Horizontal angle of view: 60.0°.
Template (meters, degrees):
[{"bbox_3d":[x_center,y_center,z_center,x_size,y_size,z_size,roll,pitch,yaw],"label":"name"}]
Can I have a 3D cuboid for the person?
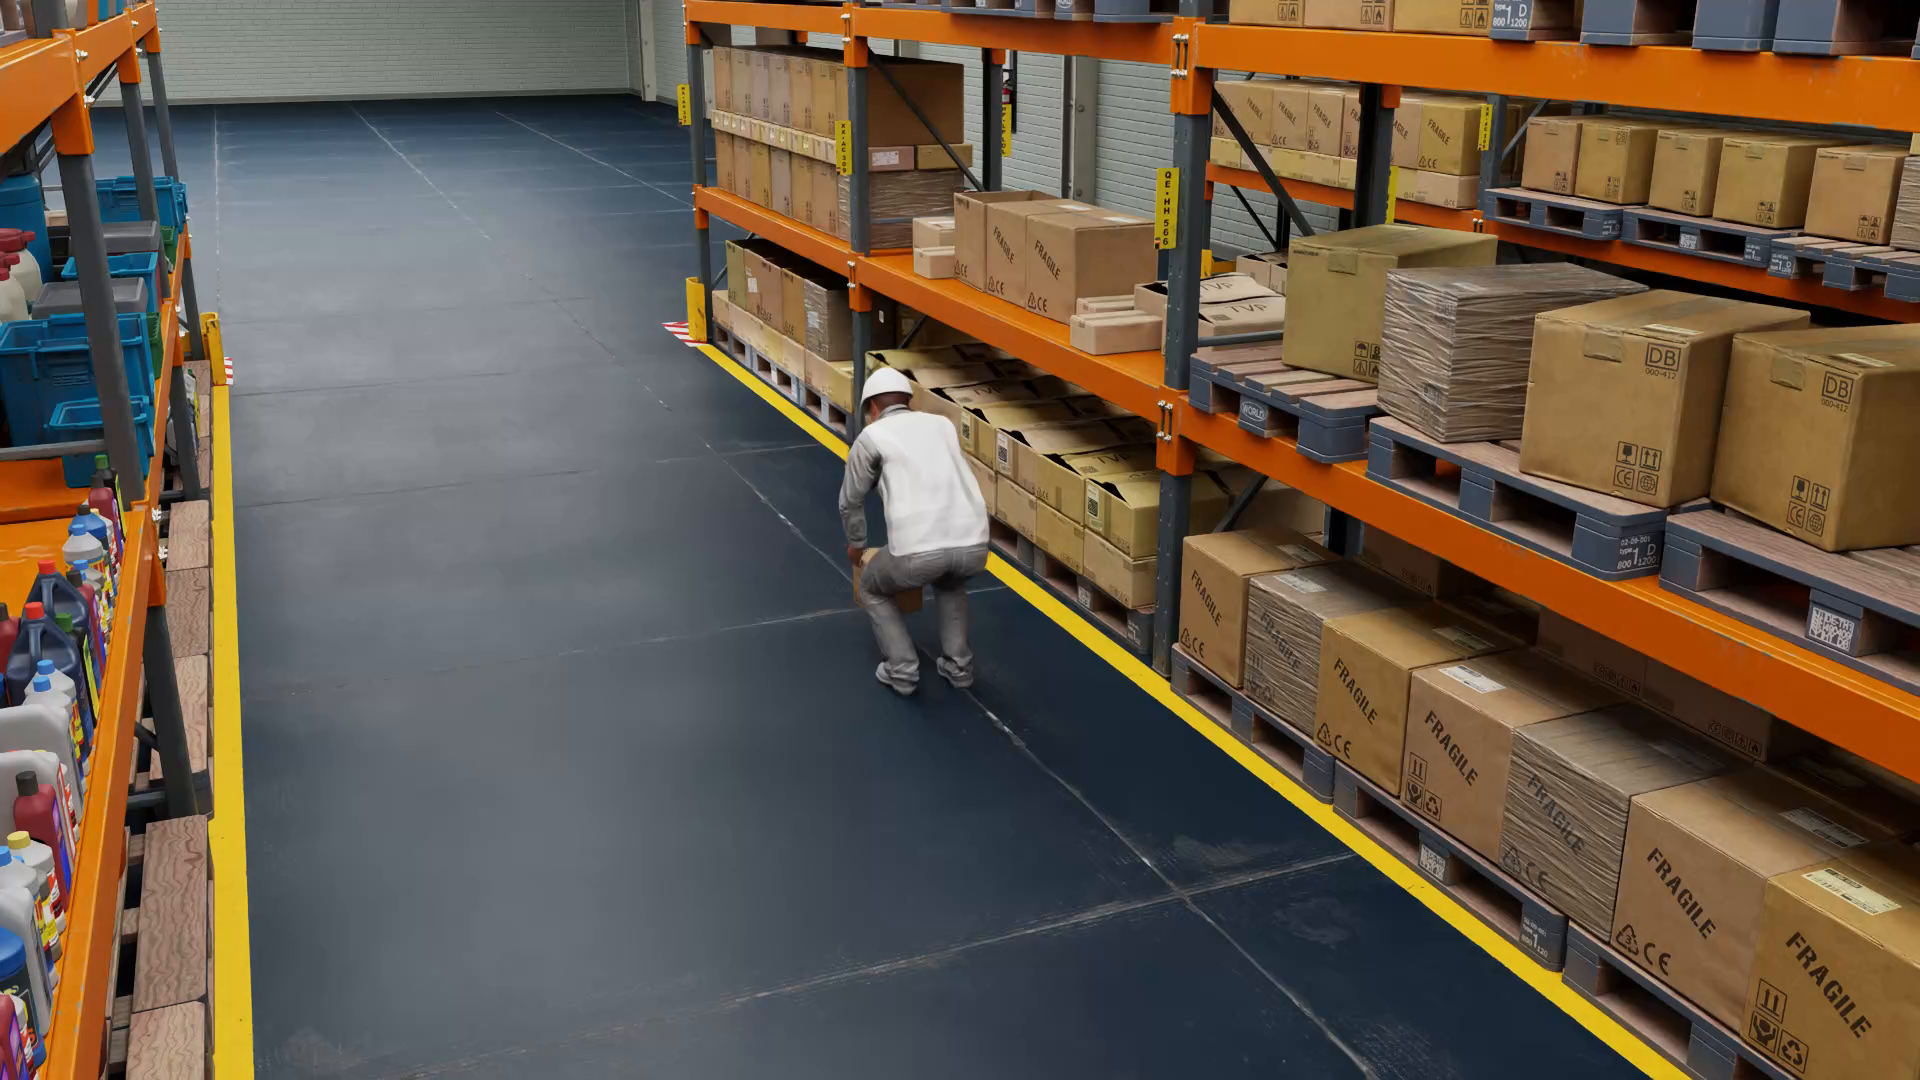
[{"bbox_3d":[-0.212,-0.025,7.243,0.590,1.363,0.797,-8,20,-21],"label":"person"}]
